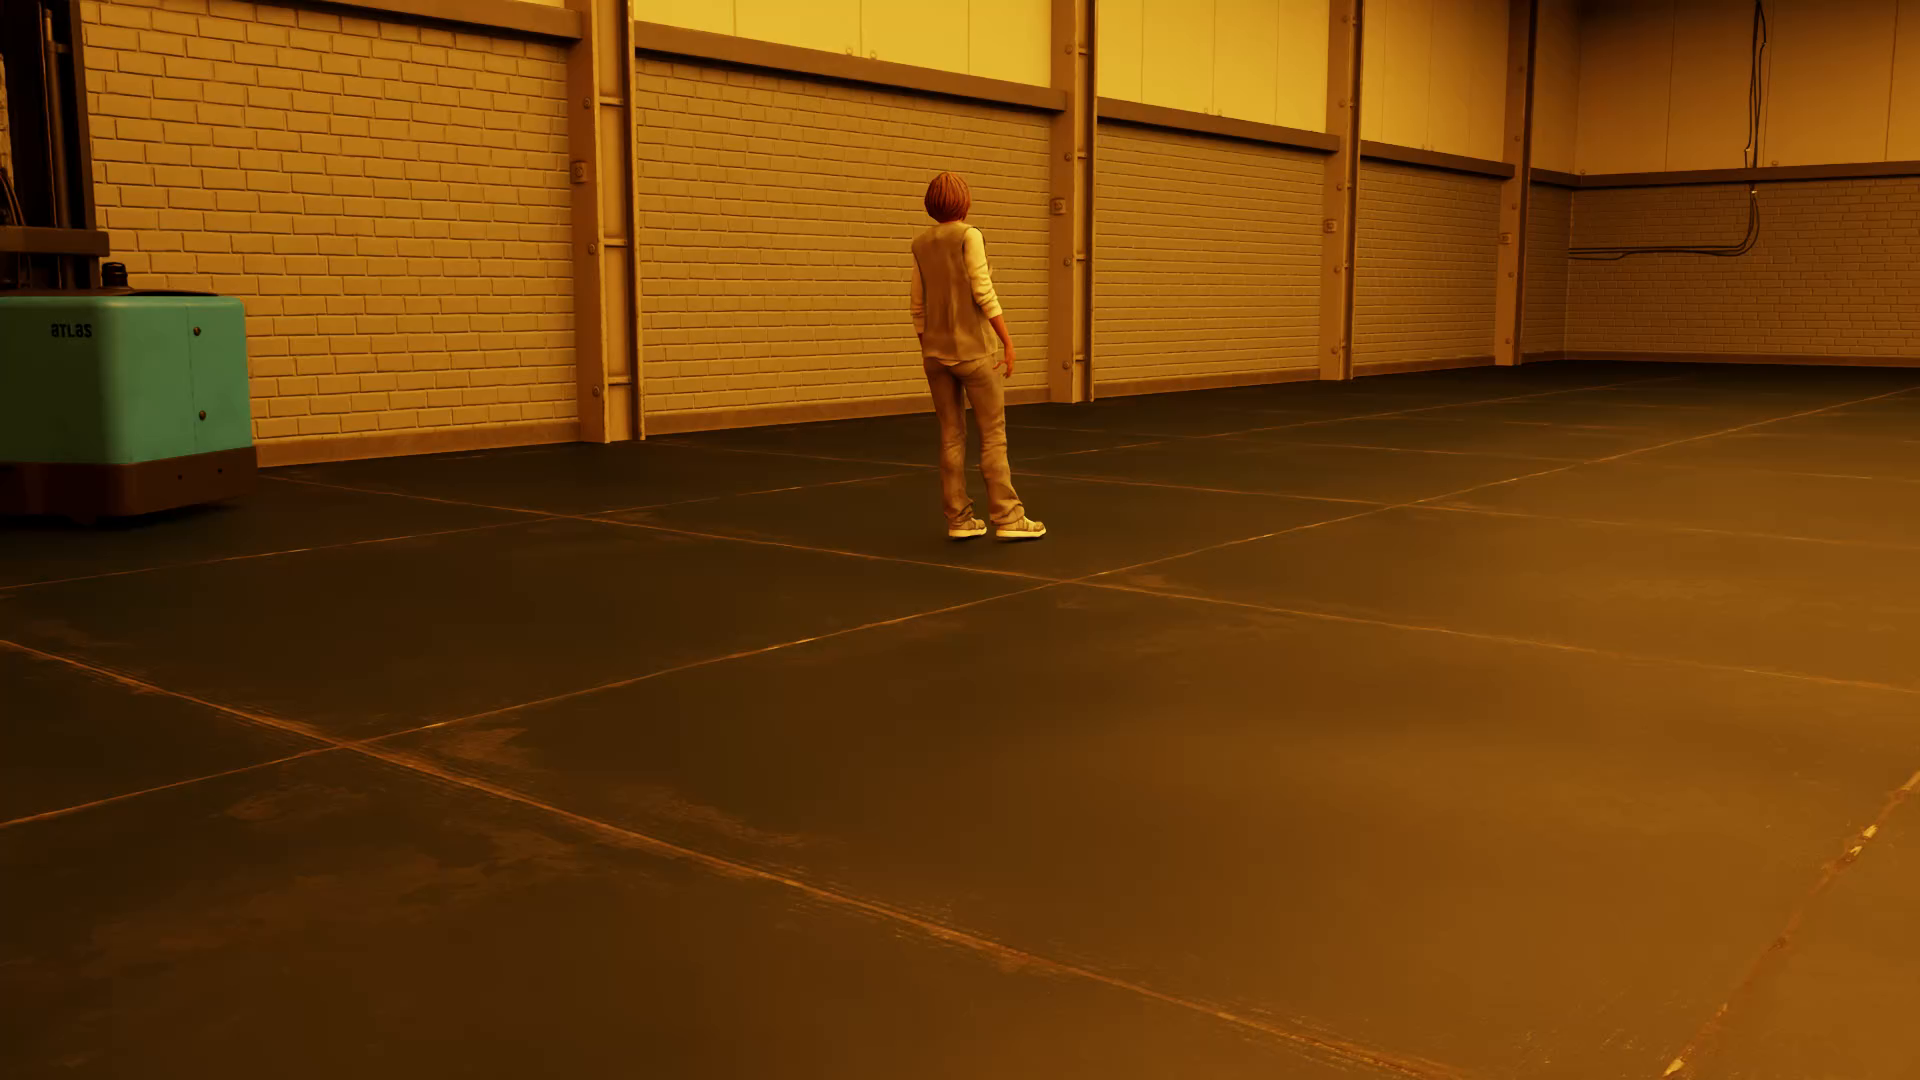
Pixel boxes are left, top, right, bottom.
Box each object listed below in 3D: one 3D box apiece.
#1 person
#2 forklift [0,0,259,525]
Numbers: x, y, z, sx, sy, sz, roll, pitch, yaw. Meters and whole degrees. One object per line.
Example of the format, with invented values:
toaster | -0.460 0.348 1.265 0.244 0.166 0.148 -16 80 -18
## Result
person | 0.058 -0.805 7.337 0.520 1.599 0.473 7 11 38
forklift | -5.187 -1.604 8.245 3.031 2.935 1.130 2 9 12
